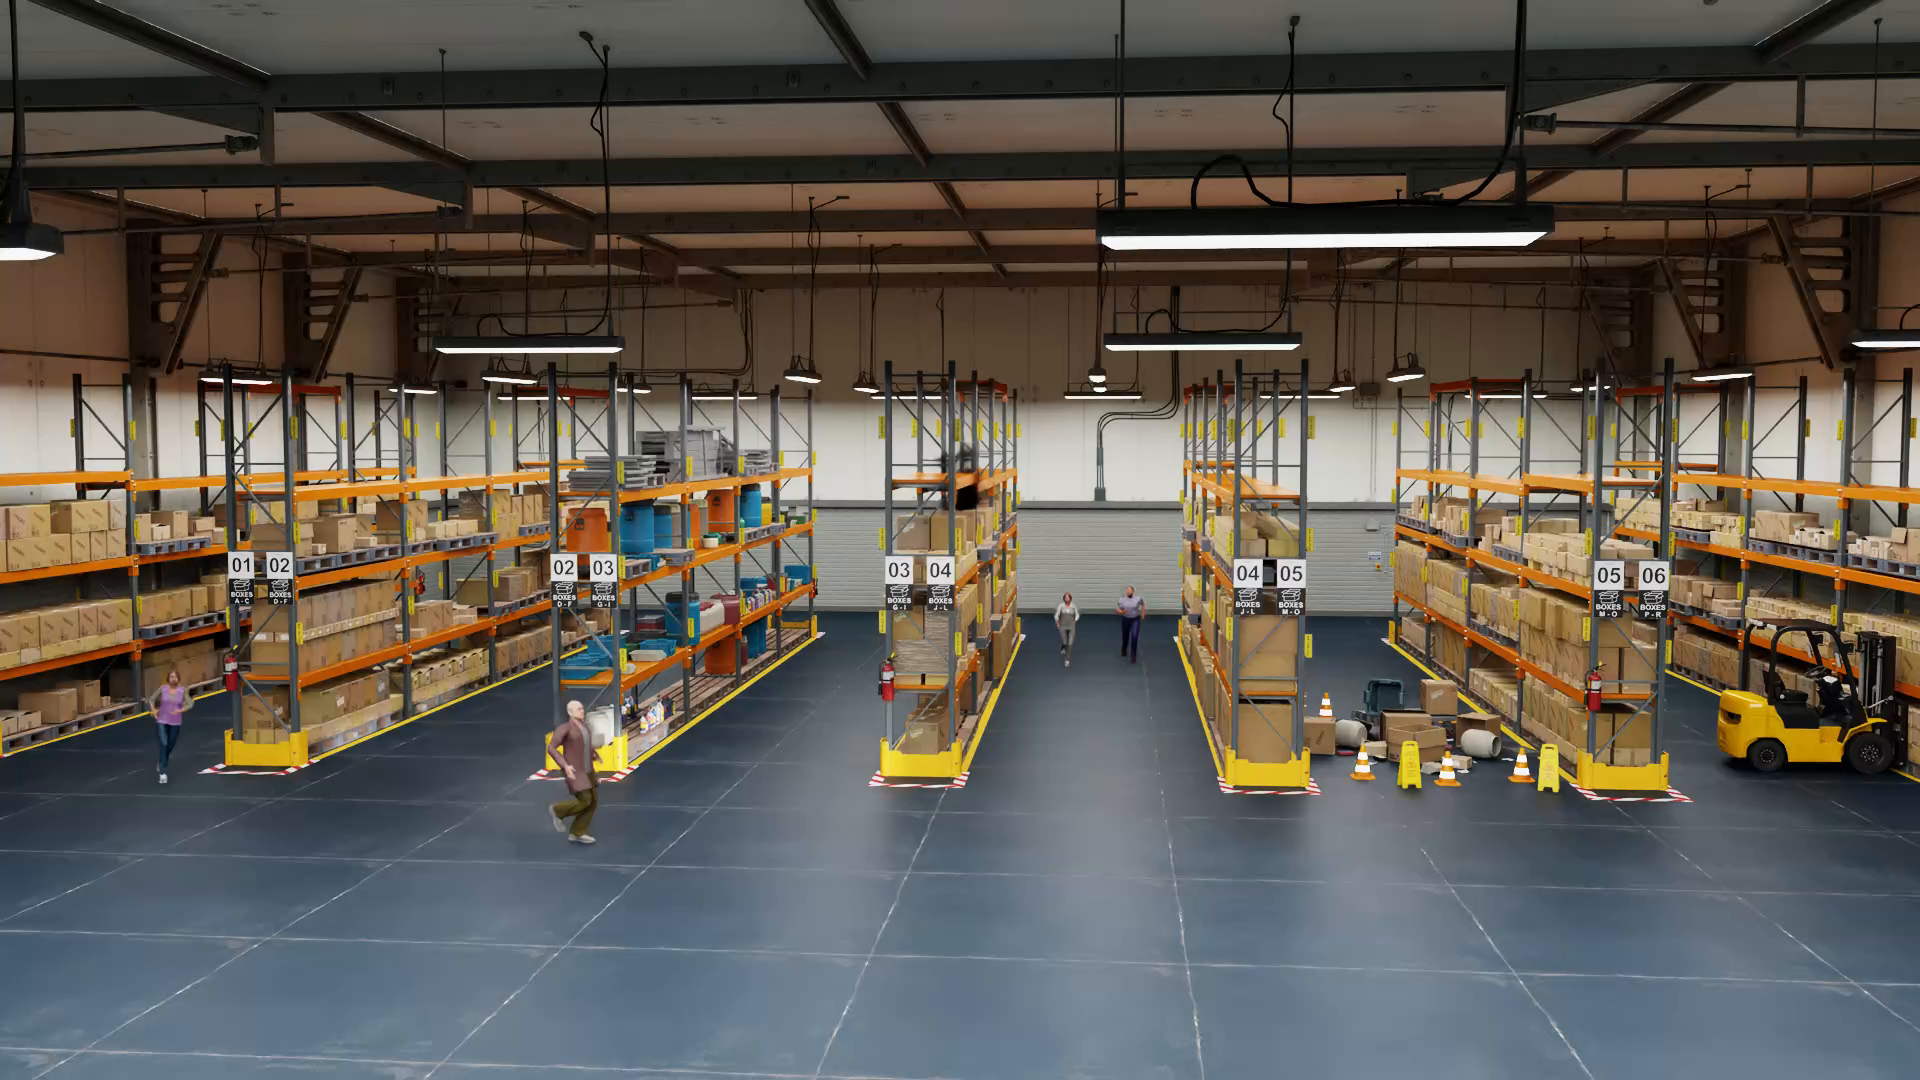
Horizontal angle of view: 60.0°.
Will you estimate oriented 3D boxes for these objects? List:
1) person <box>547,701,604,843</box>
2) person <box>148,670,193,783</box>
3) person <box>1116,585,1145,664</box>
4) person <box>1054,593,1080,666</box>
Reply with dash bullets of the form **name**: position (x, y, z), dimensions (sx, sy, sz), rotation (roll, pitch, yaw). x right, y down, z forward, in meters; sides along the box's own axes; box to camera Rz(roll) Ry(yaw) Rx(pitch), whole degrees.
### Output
- **person**: position (-4.661, 2.813, 20.209), dimensions (0.637, 1.733, 0.710), rotation (2, 4, 25)
- **person**: position (-11.388, 2.663, 24.012), dimensions (0.577, 1.571, 0.789), rotation (-2, 4, -28)
- **person**: position (3.702, 1.816, 36.067), dimensions (0.615, 1.683, 0.923), rotation (1, 4, 8)
- **person**: position (2.288, 1.946, 35.518), dimensions (0.537, 1.471, 0.549), rotation (0, 4, -1)
